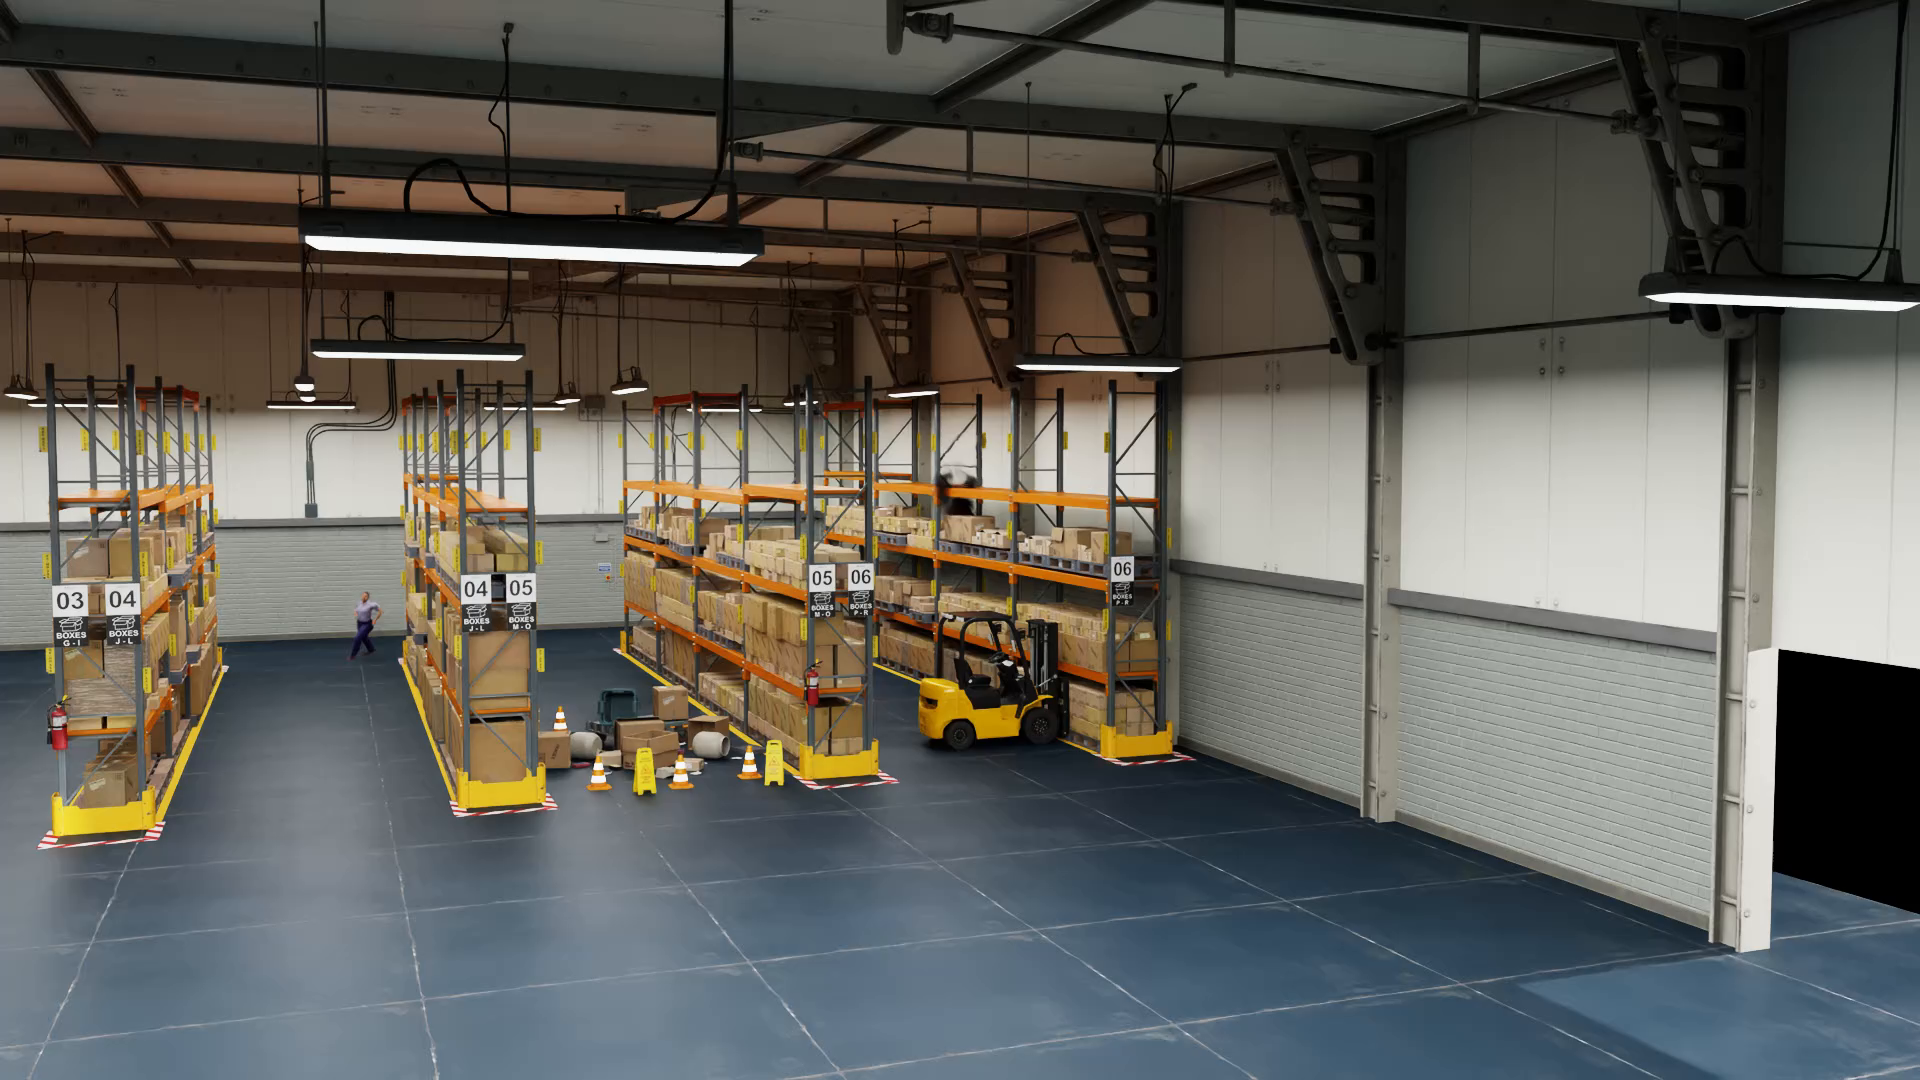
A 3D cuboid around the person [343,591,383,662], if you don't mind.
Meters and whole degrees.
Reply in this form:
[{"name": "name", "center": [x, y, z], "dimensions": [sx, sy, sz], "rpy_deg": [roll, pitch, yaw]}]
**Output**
[{"name": "person", "center": [-13.699, 1.984, 38.281], "dimensions": [0.732, 1.617, 0.918], "rpy_deg": [2, 4, 29]}]
